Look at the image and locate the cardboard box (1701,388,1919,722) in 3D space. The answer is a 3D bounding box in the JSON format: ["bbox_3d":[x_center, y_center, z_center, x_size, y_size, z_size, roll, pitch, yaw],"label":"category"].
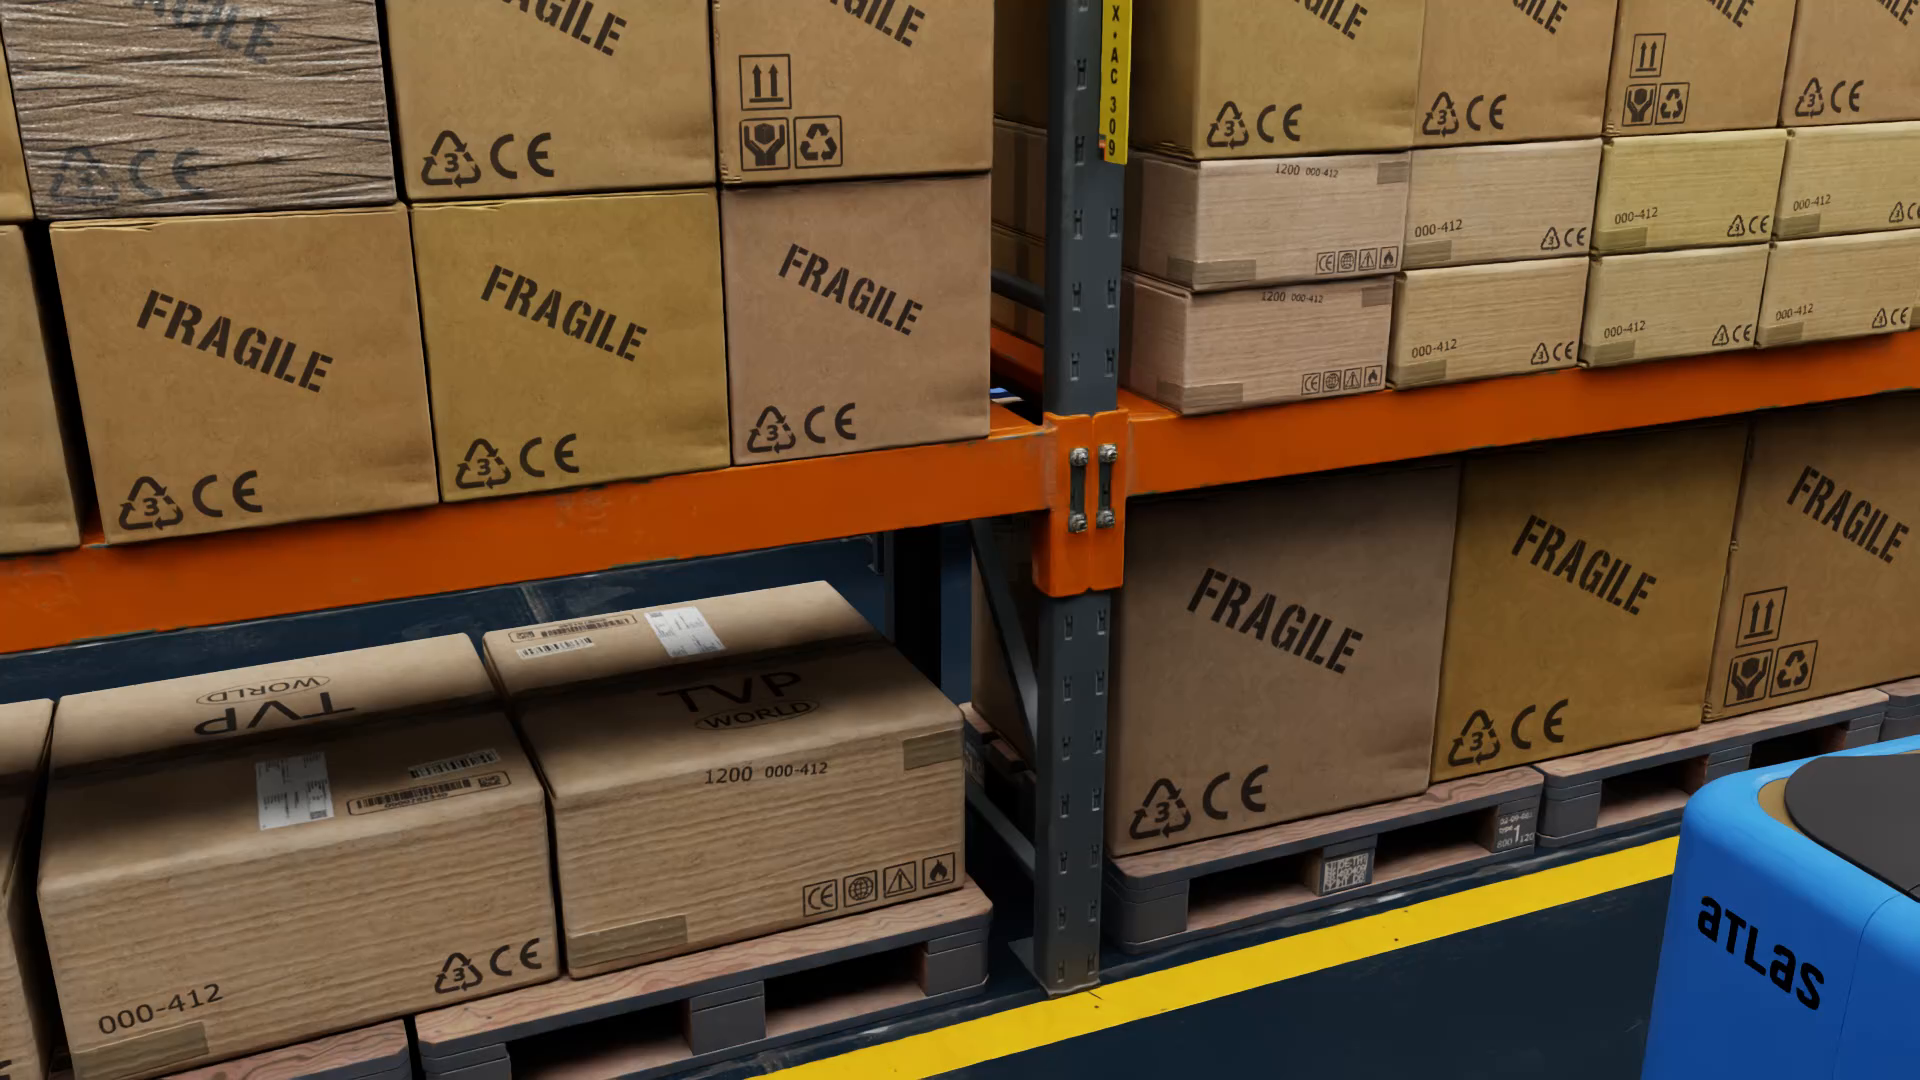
[{"bbox_3d":[2.241,-0.105,4.870,0.875,0.875,0.875,-8,21,-21],"label":"cardboard box"}]

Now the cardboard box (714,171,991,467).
[{"bbox_3d":[-0.268,-0.472,3.197,0.500,0.500,0.500,-8,21,-21],"label":"cardboard box"}]

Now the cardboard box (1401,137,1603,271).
[{"bbox_3d":[1.040,-0.778,3.689,0.500,0.250,0.500,-8,21,-21],"label":"cardboard box"}]

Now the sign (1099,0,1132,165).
[{"bbox_3d":[0.278,-0.841,2.971,0.005,0.325,0.100,-8,21,-22],"label":"sign"}]

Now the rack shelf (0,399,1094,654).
[{"bbox_3d":[-1.780,0.038,2.980,4.000,0.370,1.077,-8,21,-22],"label":"rack shelf"}]

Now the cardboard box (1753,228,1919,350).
[{"bbox_3d":[1.979,-0.665,4.120,0.500,0.250,0.500,-9,21,-23],"label":"cardboard box"}]

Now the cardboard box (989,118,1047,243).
[{"bbox_3d":[0.365,-0.861,3.925,0.500,0.250,0.500,-8,21,-22],"label":"cardboard box"}]

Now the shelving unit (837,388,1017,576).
[{"bbox_3d":[0.078,-0.719,6.305,1.048,1.500,0.538,-8,21,-22],"label":"shelving unit"}]

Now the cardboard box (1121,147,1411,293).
[{"bbox_3d":[0.572,-0.701,3.470,0.500,0.250,0.500,-9,21,-23],"label":"cardboard box"}]

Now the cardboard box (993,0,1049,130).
[{"bbox_3d":[0.367,-1.218,3.810,0.500,0.500,0.500,-7,21,-20],"label":"cardboard box"}]

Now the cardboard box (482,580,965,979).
[{"bbox_3d":[-0.563,0.496,3.822,0.875,0.438,0.875,-8,21,-23],"label":"cardboard box"}]

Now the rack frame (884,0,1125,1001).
[{"bbox_3d":[0.056,-0.564,3.608,0.127,3.000,1.000,-8,21,-22],"label":"rack frame"}]

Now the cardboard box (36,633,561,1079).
[{"bbox_3d":[-1.384,0.614,3.487,0.875,0.438,0.875,-9,21,-24],"label":"cardboard box"}]

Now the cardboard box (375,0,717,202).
[{"bbox_3d":[-0.737,-0.872,2.827,0.500,0.500,0.500,-8,21,-23],"label":"cardboard box"}]

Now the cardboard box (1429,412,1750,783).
[{"bbox_3d":[1.420,0.013,4.536,0.875,0.875,0.875,-8,21,-20],"label":"cardboard box"}]

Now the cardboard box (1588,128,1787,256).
[{"bbox_3d":[1.514,-0.837,3.855,0.500,0.250,0.500,-8,21,-21],"label":"cardboard box"}]

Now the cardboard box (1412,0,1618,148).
[{"bbox_3d":[1.030,-1.129,3.555,0.500,0.500,0.500,-8,21,-22],"label":"cardboard box"}]

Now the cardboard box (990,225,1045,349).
[{"bbox_3d":[0.368,-0.629,4.019,0.500,0.250,0.500,-9,21,-23],"label":"cardboard box"}]

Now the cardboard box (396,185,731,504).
[{"bbox_3d":[-0.738,-0.403,3.000,0.500,0.500,0.500,-9,21,-23],"label":"cardboard box"}]

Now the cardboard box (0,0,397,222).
[{"bbox_3d":[-1.200,-0.803,2.629,0.500,0.500,0.500,-8,21,-21],"label":"cardboard box"}]

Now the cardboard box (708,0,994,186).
[{"bbox_3d":[-0.267,-0.937,3.010,0.500,0.500,0.500,-8,21,-22],"label":"cardboard box"}]

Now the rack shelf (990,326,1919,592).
[{"bbox_3d":[1.893,-0.488,4.475,4.000,0.370,1.077,-8,21,-22],"label":"rack shelf"}]

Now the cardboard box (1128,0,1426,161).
[{"bbox_3d":[0.574,-1.053,3.341,0.500,0.500,0.500,-8,21,-21],"label":"cardboard box"}]

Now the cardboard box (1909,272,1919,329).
[{"bbox_3d":[2.436,-0.741,4.335,0.500,0.250,0.500,-8,21,-22],"label":"cardboard box"}]

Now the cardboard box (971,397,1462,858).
[{"bbox_3d":[0.594,0.134,4.192,0.875,0.875,0.875,-7,21,-20],"label":"cardboard box"}]

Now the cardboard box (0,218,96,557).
[{"bbox_3d":[-1.681,-0.268,2.617,0.500,0.500,0.500,-7,21,-20],"label":"cardboard box"}]

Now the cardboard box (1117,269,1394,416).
[{"bbox_3d":[0.565,-0.471,3.569,0.500,0.250,0.500,-9,21,-23],"label":"cardboard box"}]

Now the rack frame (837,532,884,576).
[{"bbox_3d":[-0.388,-0.652,6.115,0.032,1.500,0.500,-8,21,-22],"label":"rack frame"}]

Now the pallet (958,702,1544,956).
[{"bbox_3d":[0.735,0.627,4.425,1.213,0.211,1.003,-8,21,-22],"label":"pallet"}]

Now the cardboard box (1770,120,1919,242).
[{"bbox_3d":[1.977,-0.904,4.045,0.500,0.250,0.500,-9,21,-24],"label":"cardboard box"}]

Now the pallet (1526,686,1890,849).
[{"bbox_3d":[1.857,0.465,4.884,1.213,0.211,1.003,-8,21,-22],"label":"pallet"}]

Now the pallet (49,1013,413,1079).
[{"bbox_3d":[-1.795,0.989,3.395,1.213,0.211,1.003,-8,21,-22],"label":"pallet"}]

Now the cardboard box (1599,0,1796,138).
[{"bbox_3d":[1.492,-1.194,3.740,0.500,0.500,0.500,-9,21,-23],"label":"cardboard box"}]

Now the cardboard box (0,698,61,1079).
[{"bbox_3d":[-2.213,0.732,3.152,0.875,0.438,0.875,-8,21,-20],"label":"cardboard box"}]

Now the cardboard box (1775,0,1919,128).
[{"bbox_3d":[1.964,-1.264,3.939,0.500,0.500,0.500,-9,21,-23],"label":"cardboard box"}]

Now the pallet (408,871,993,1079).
[{"bbox_3d":[-0.673,0.827,3.855,1.213,0.211,1.003,-8,21,-22],"label":"pallet"}]

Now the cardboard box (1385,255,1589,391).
[{"bbox_3d":[1.040,-0.539,3.763,0.500,0.250,0.500,-9,21,-23],"label":"cardboard box"}]

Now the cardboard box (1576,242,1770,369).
[{"bbox_3d":[1.516,-0.602,3.941,0.500,0.250,0.500,-8,21,-22],"label":"cardboard box"}]

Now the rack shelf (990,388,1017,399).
[{"bbox_3d":[0.078,-0.549,6.365,1.000,0.185,0.538,-8,21,-22],"label":"rack shelf"}]

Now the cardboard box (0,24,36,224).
[{"bbox_3d":[-1.664,-0.739,2.449,0.500,0.500,0.500,-8,21,-22],"label":"cardboard box"}]

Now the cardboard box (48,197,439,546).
[{"bbox_3d":[-1.194,-0.332,2.799,0.500,0.500,0.500,-8,21,-23],"label":"cardboard box"}]

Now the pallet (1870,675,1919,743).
[{"bbox_3d":[2.975,0.306,5.336,1.213,0.211,1.003,-8,21,-22],"label":"pallet"}]
